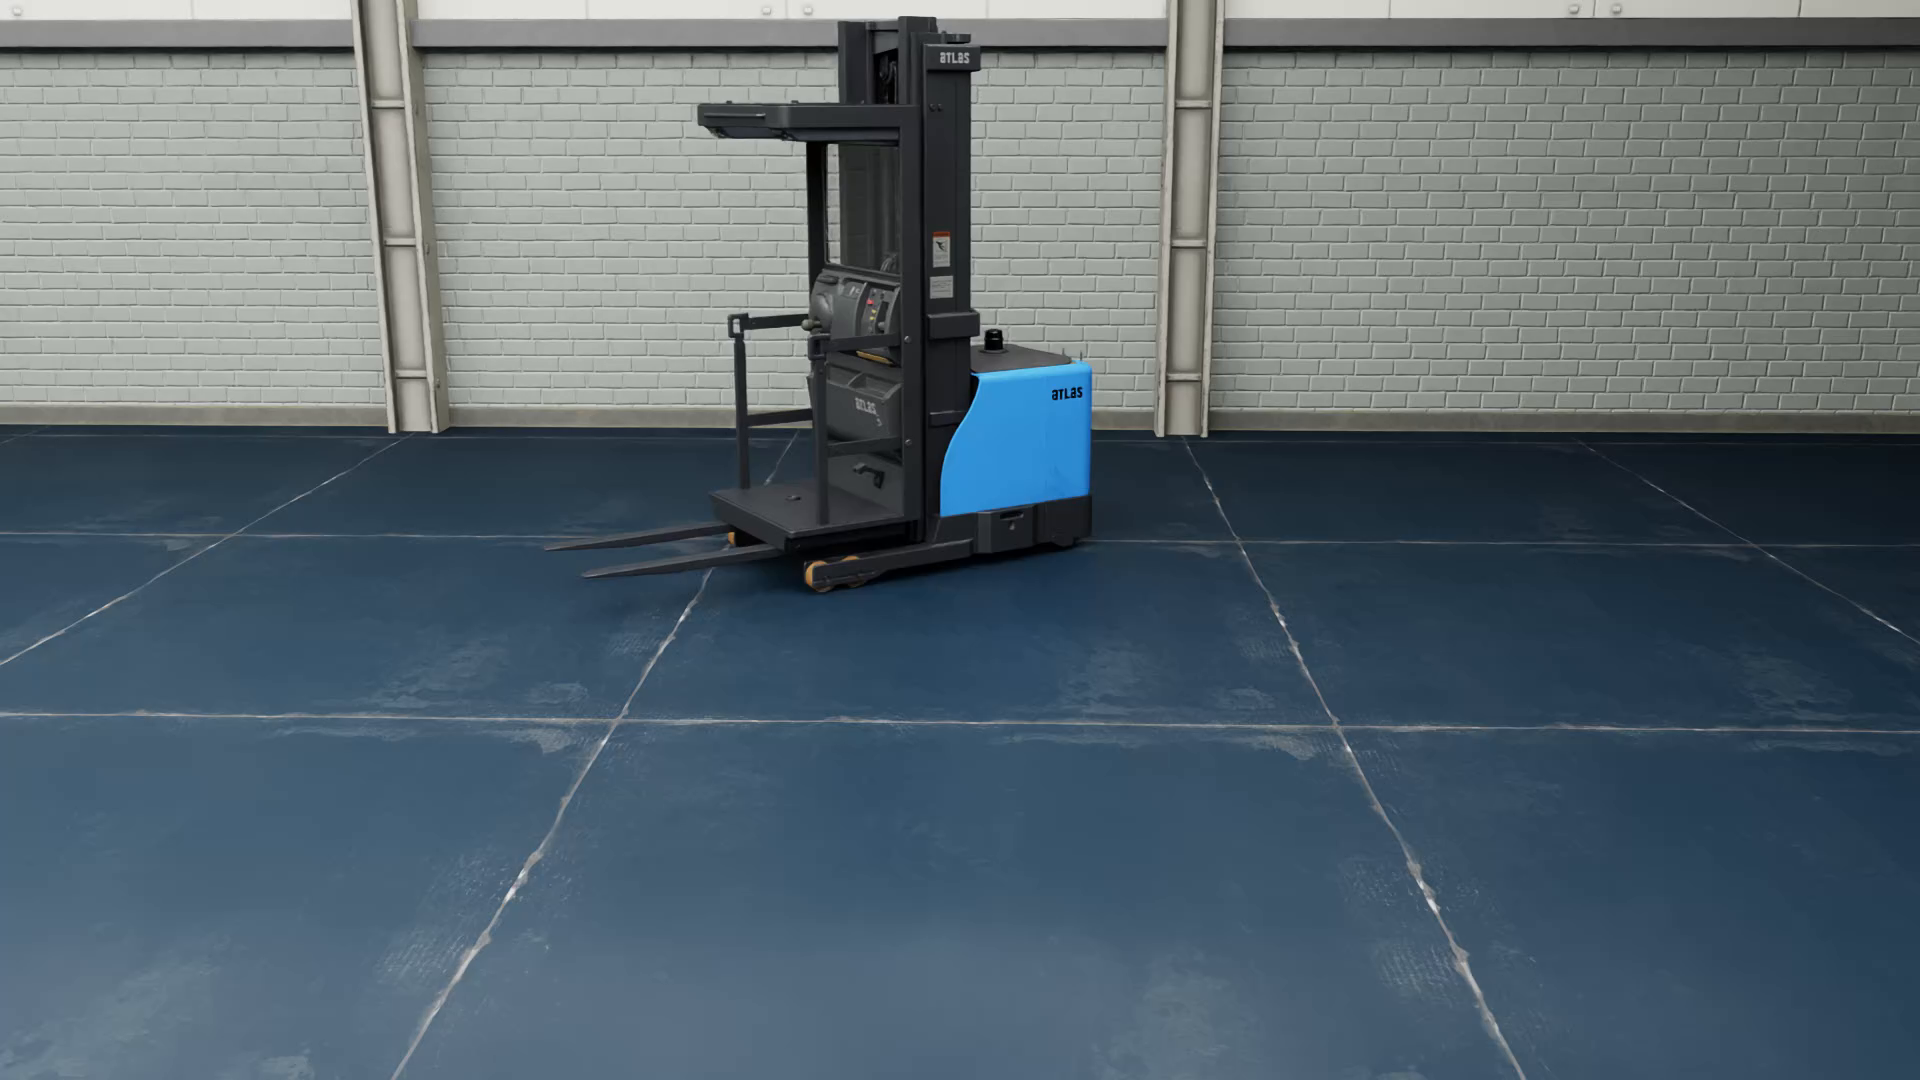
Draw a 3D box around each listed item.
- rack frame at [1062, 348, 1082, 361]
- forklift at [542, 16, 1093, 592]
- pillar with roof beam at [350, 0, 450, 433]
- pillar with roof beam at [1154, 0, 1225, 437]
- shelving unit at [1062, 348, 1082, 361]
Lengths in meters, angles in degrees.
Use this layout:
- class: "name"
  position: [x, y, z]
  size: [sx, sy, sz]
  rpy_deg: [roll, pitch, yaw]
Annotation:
- class: "rack frame"
  position: [0.682, -0.650, 10.245]
  size: [0.008, 1.050, 0.200]
  rpy_deg: [-9, 17, -31]
- class: "forklift"
  position: [-0.755, -1.293, 8.997]
  size: [3.031, 2.935, 1.130]
  rpy_deg: [-9, 17, -31]
- class: "pillar with roof beam"
  position: [-4.383, -4.129, 7.849]
  size: [0.400, 9.000, 9.100]
  rpy_deg: [0, 15, 1]
- class: "pillar with roof beam"
  position: [1.615, -4.090, 7.701]
  size: [0.400, 9.000, 9.100]
  rpy_deg: [0, 15, 1]
- class: "shelving unit"
  position: [0.578, -0.633, 10.183]
  size: [0.252, 1.050, 0.215]
  rpy_deg: [-9, 17, -31]
